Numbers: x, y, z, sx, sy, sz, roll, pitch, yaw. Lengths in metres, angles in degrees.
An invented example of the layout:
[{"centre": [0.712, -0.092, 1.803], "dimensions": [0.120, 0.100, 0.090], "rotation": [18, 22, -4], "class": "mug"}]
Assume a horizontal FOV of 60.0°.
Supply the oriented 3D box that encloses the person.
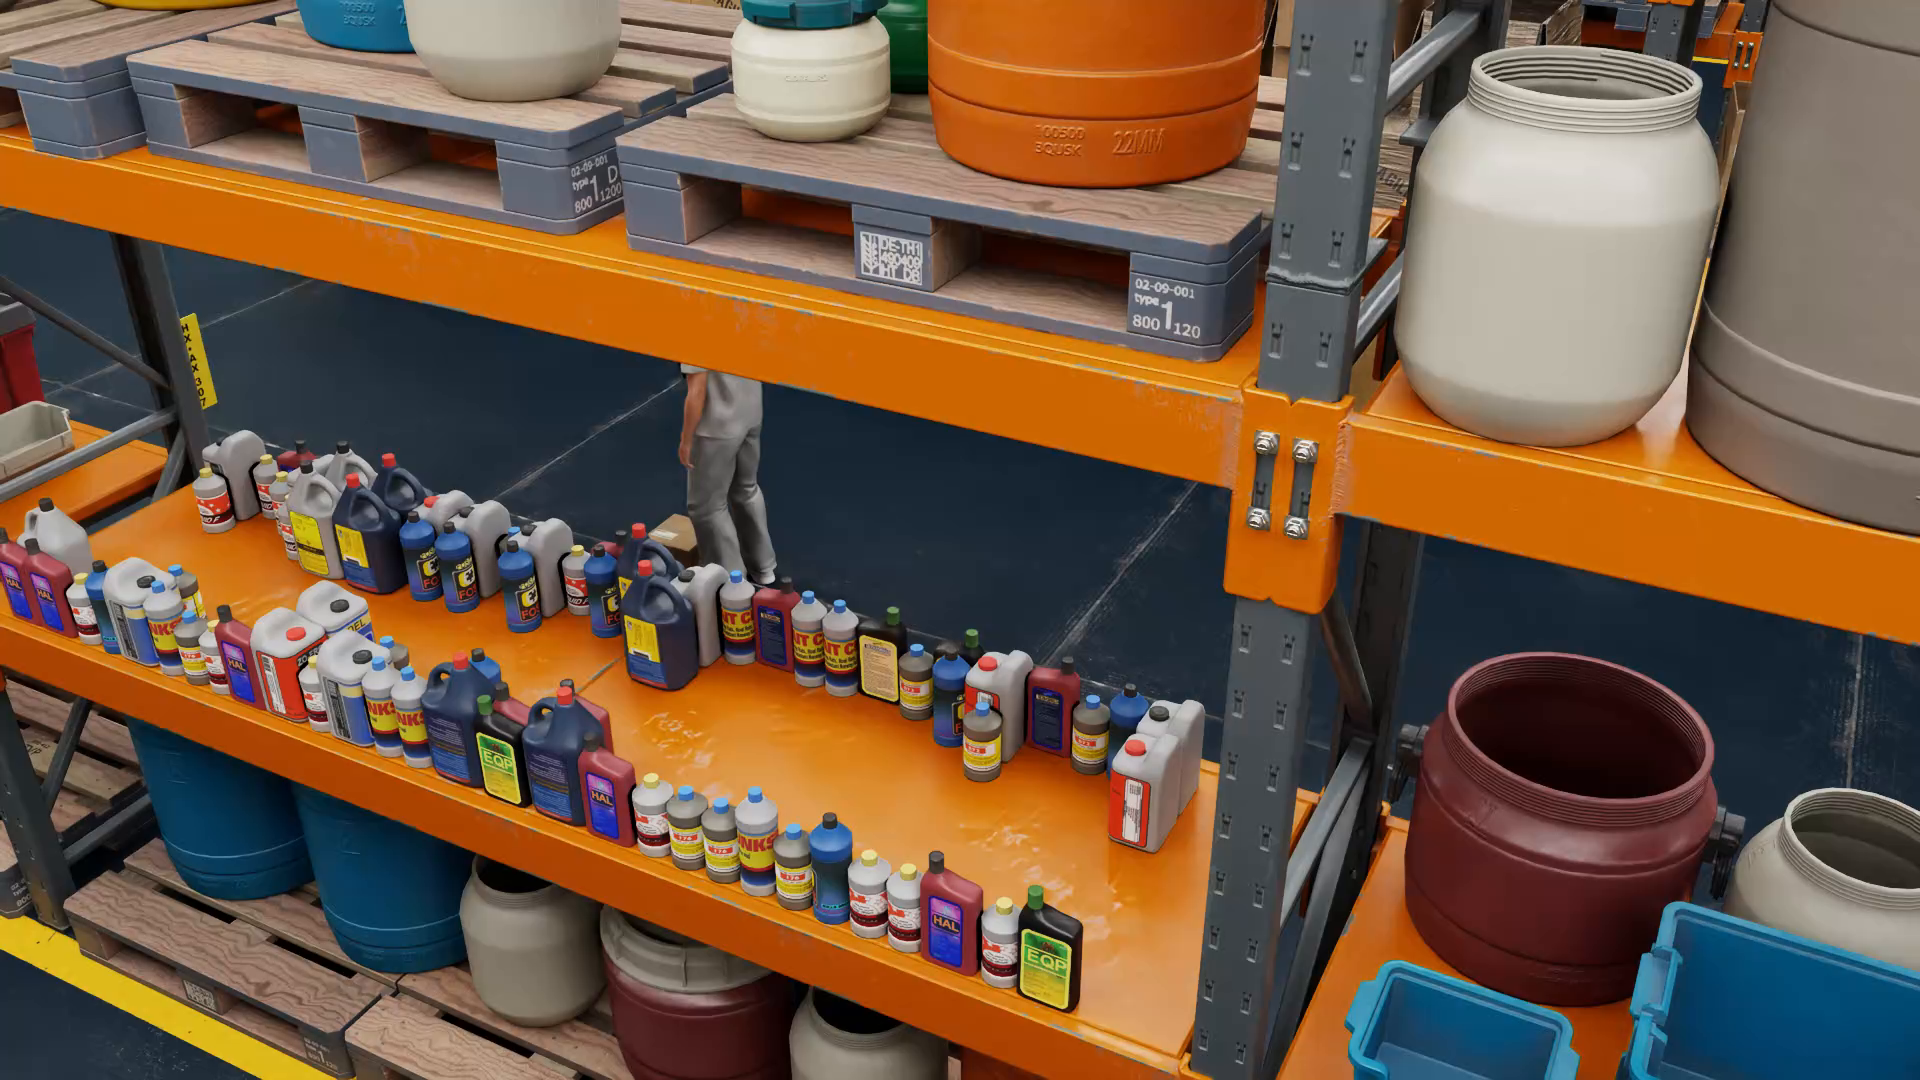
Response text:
[{"centre": [-1.011, -0.465, 6.987], "dimensions": [0.356, 1.616, 0.514], "rotation": [13, 32, 21], "class": "person"}]
